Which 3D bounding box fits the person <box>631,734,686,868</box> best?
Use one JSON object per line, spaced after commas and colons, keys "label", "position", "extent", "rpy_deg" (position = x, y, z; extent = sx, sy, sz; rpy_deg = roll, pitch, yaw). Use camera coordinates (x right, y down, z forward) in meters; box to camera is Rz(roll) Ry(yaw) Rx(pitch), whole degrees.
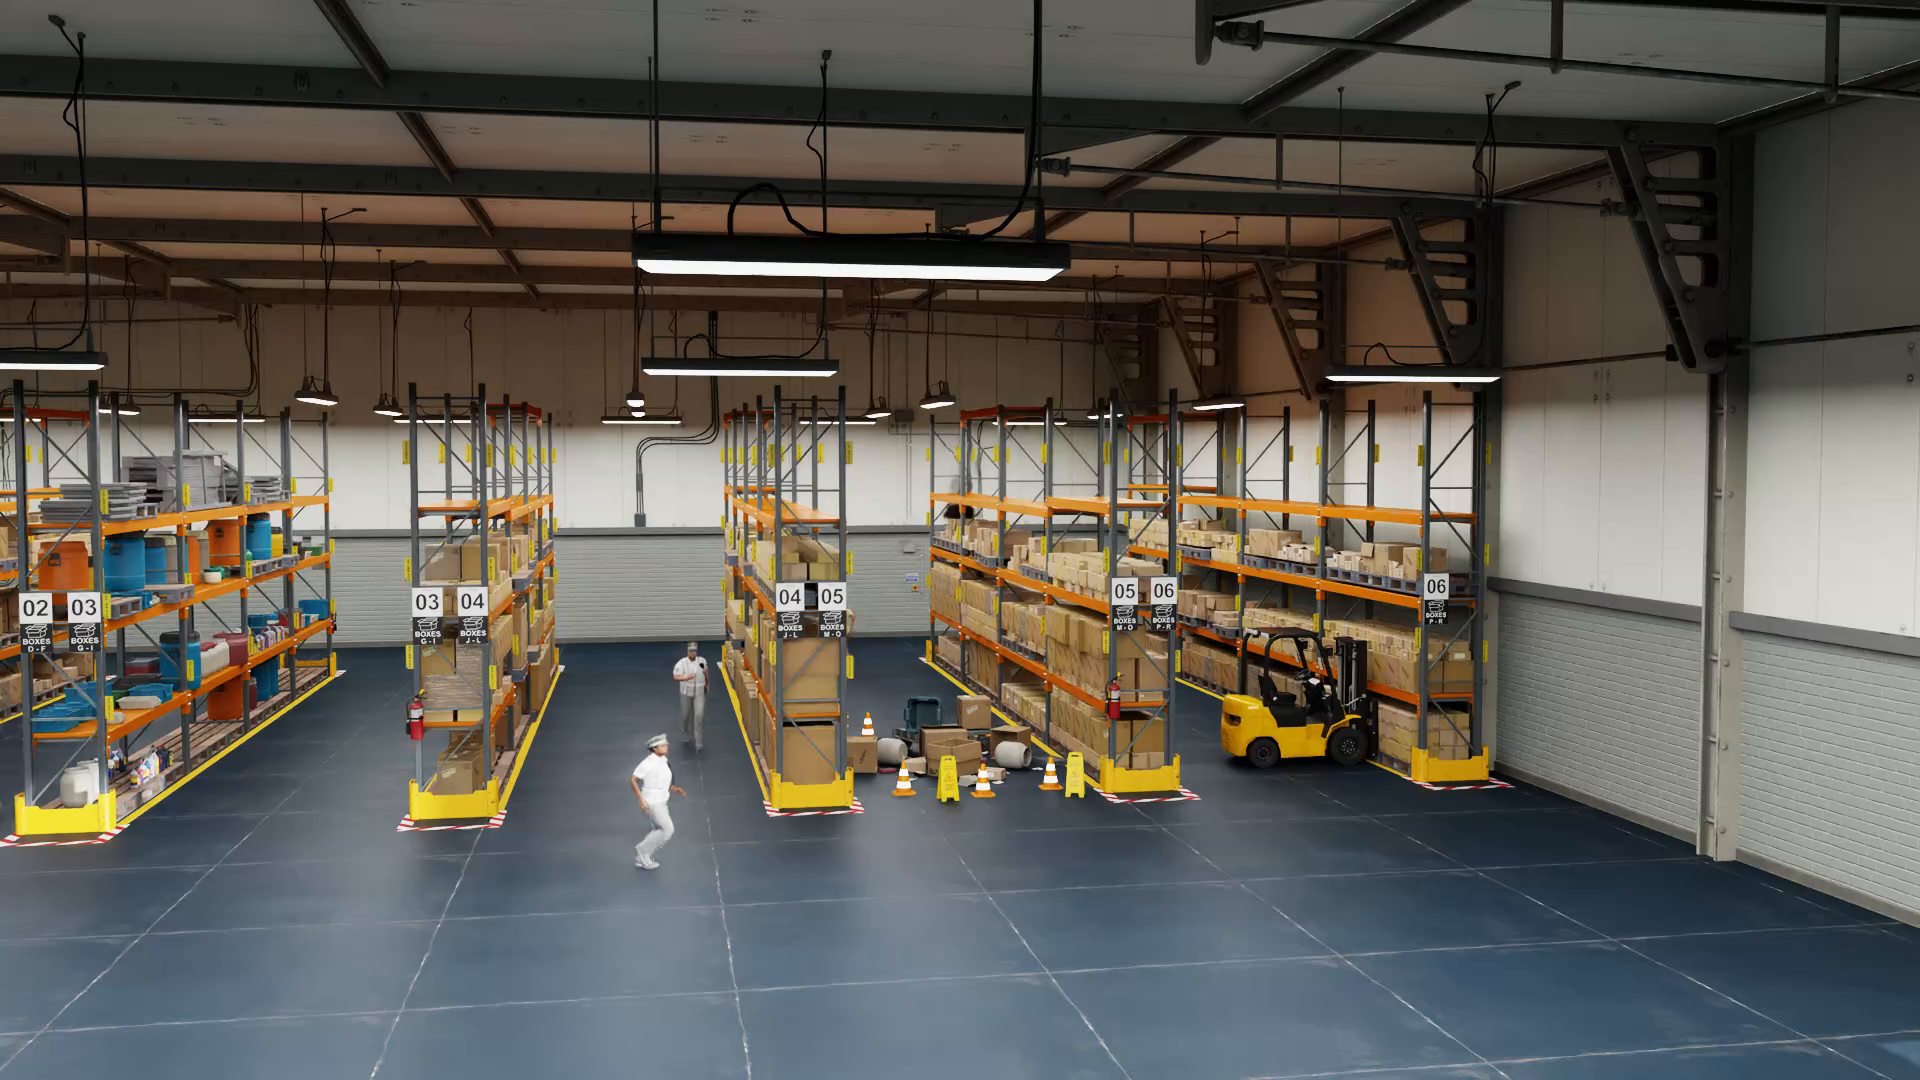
{"label": "person", "position": [-3.630, 3.153, 20.056], "extent": [0.652, 1.642, 0.557], "rpy_deg": [1, 3, 16]}

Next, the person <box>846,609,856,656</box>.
{"label": "person", "position": [-2.759, 2.215, 38.942], "extent": [0.569, 1.722, 0.770], "rpy_deg": [-1, 3, -19]}

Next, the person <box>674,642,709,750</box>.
{"label": "person", "position": [-4.611, 2.643, 28.603], "extent": [0.650, 1.795, 0.901], "rpy_deg": [-1, 3, -19]}
